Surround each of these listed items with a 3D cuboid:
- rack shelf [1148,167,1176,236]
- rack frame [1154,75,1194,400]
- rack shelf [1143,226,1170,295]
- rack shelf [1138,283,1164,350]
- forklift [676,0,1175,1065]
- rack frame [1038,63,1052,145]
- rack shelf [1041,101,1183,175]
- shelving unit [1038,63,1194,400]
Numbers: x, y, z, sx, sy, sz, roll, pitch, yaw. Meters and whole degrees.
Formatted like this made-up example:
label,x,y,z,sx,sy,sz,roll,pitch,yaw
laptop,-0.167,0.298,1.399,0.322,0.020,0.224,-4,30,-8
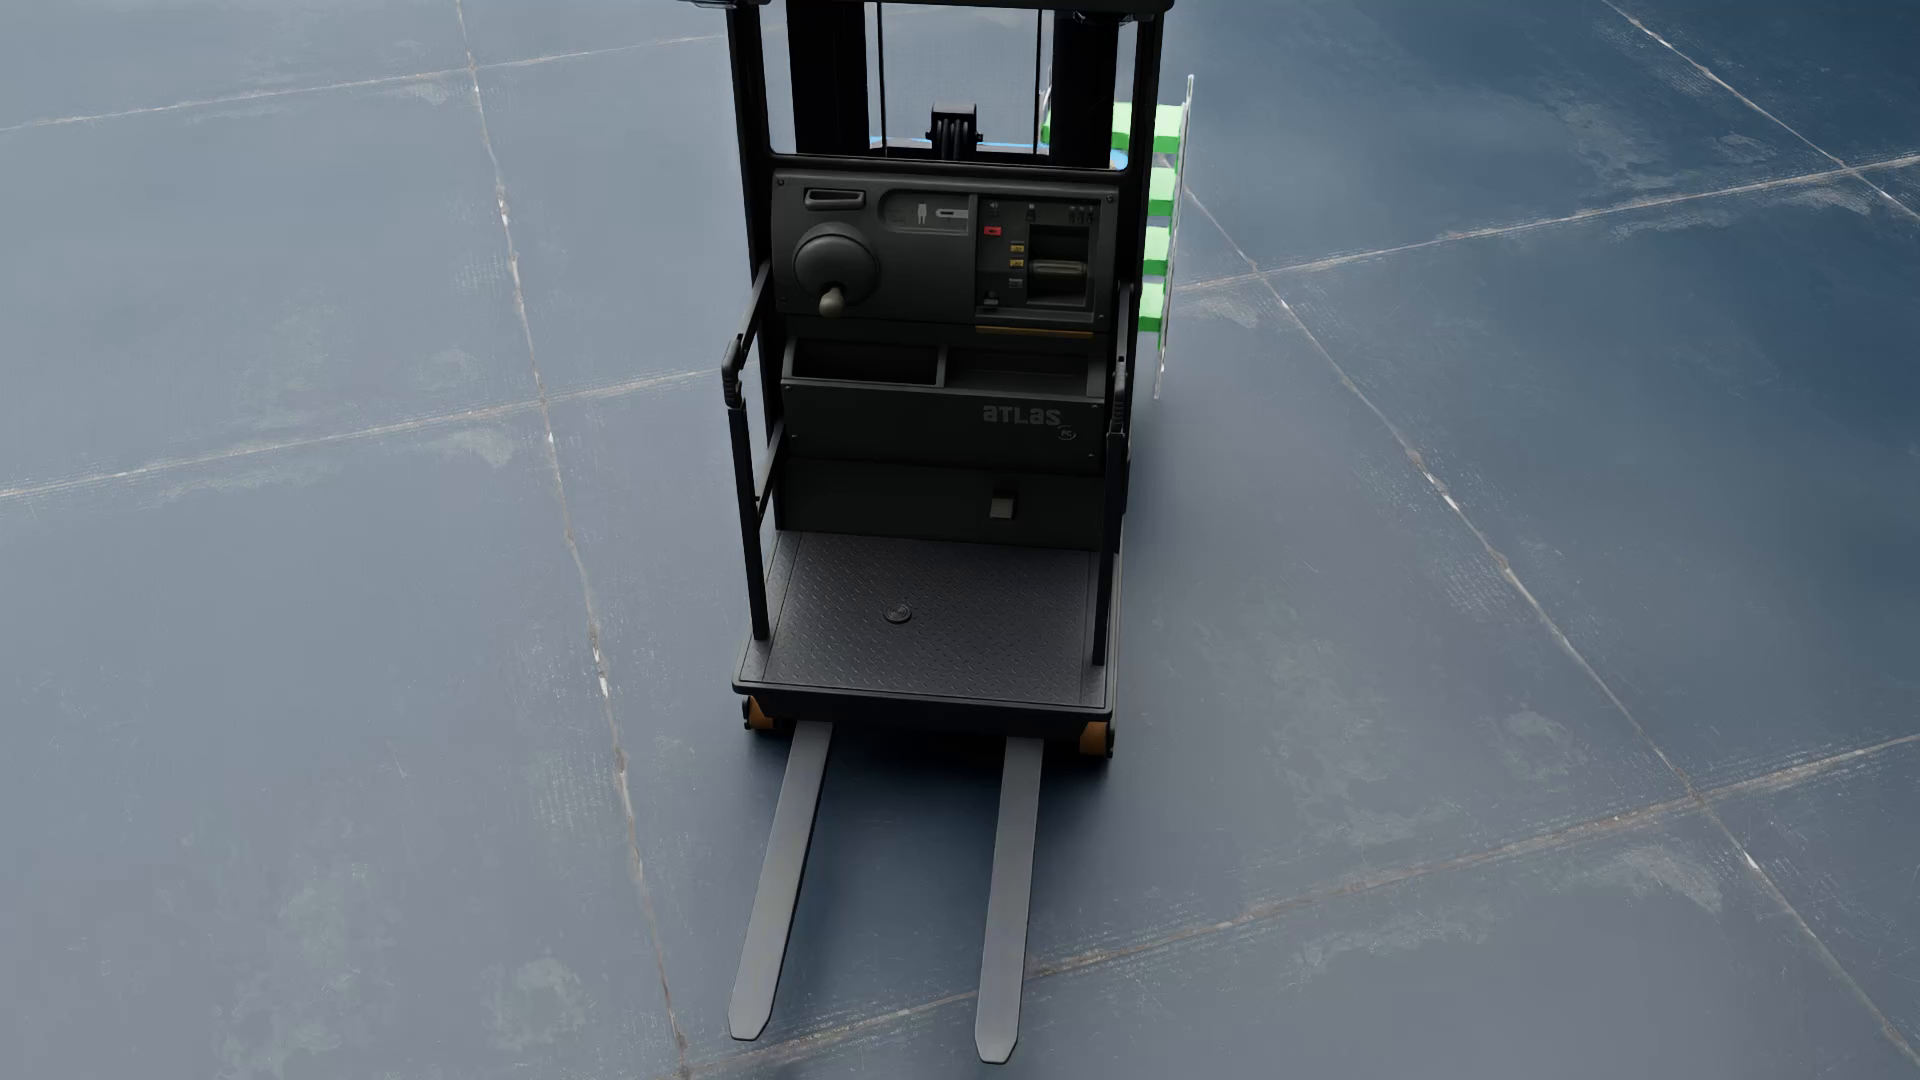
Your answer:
label,x,y,z,sx,sy,sz,roll,pitch,yaw
rack shelf,0.538,-1.244,5.987,0.480,0.148,0.258,7,40,8
rack frame,0.777,-1.076,6.063,0.015,1.200,0.240,7,40,8
rack shelf,0.537,-1.058,6.140,0.480,0.148,0.258,7,40,8
rack shelf,0.535,-0.872,6.292,0.480,0.148,0.258,7,40,8
forklift,-0.065,-0.696,4.319,1.130,2.935,3.031,4,41,4
rack frame,0.298,-1.139,6.135,0.015,1.200,0.240,7,40,8
rack shelf,0.540,-1.429,5.835,0.480,0.148,0.258,7,40,8
shelving unit,0.537,-1.107,6.099,0.503,1.200,0.258,7,40,8
